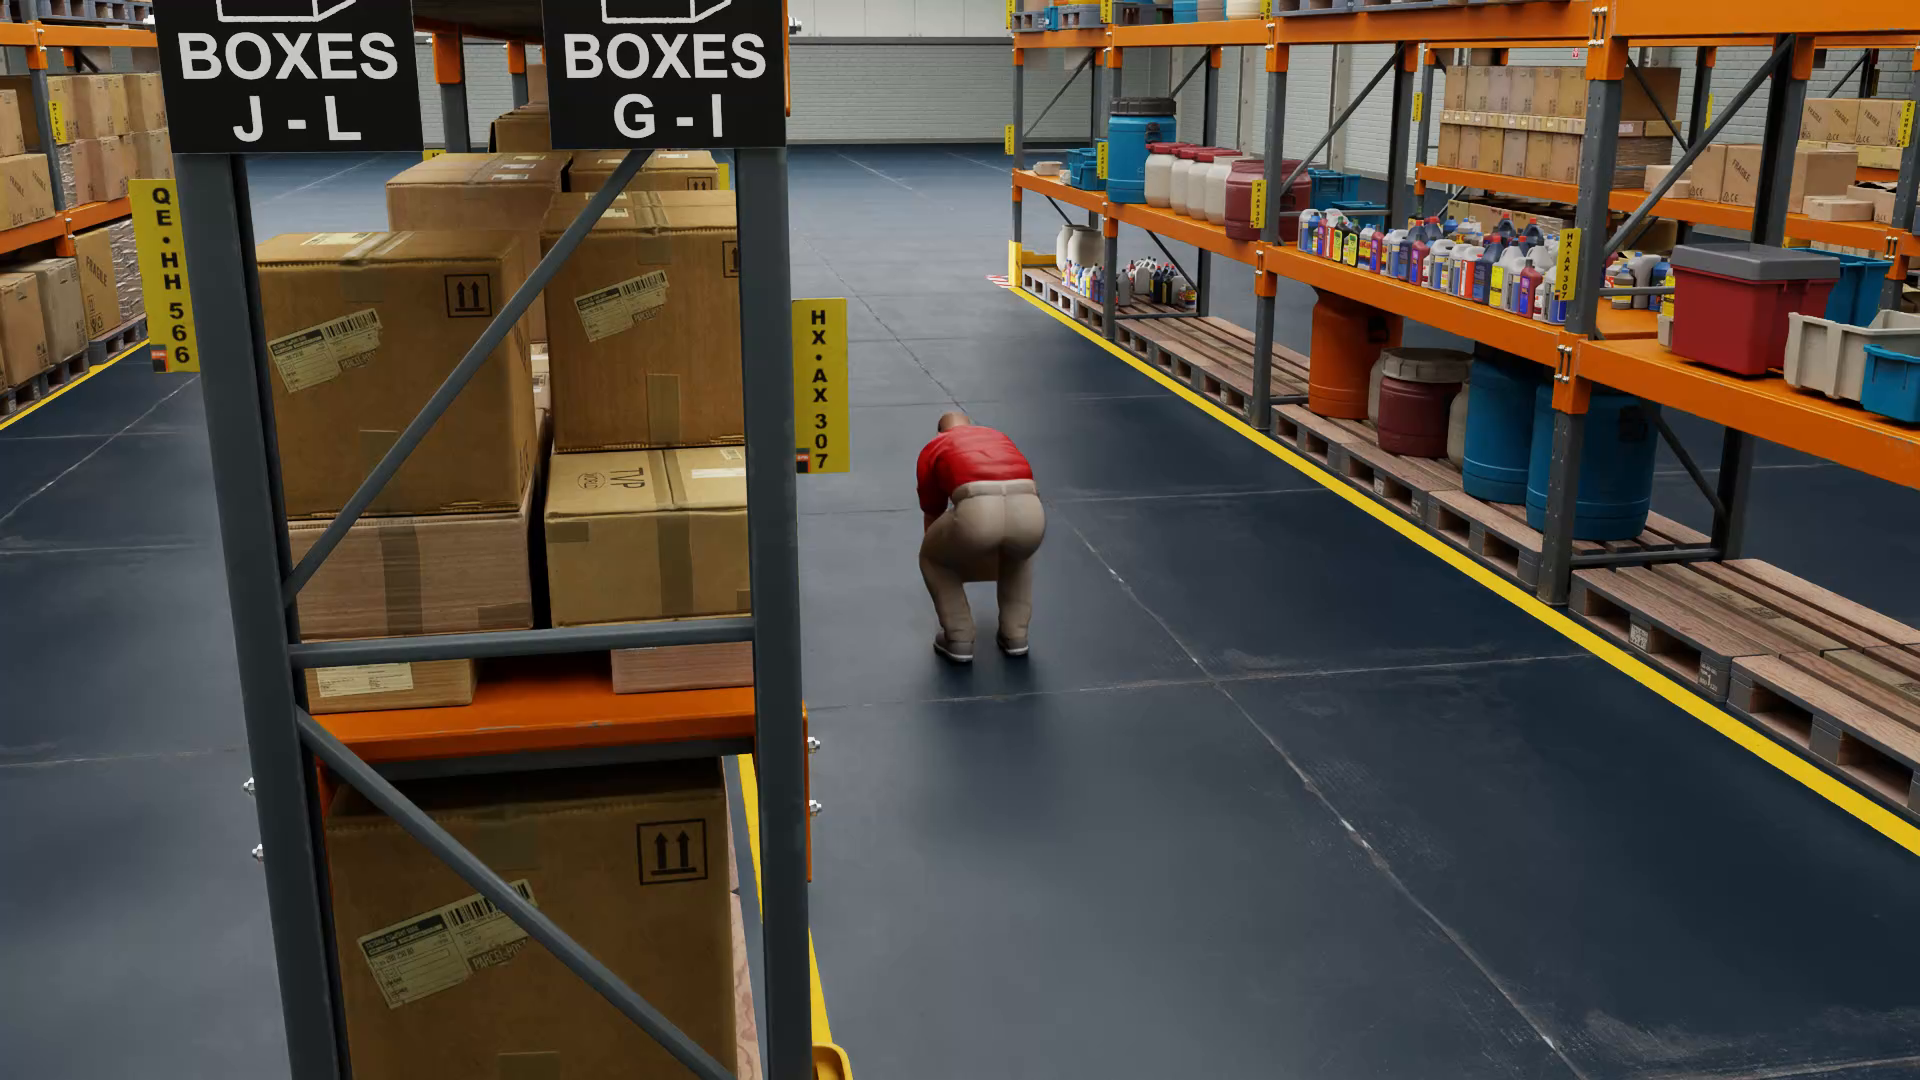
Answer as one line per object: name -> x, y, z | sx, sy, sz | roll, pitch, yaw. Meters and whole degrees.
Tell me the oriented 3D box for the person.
person -> 0.075, -0.016, 7.452 | 0.536, 0.987, 0.934 | -4, 17, -13
